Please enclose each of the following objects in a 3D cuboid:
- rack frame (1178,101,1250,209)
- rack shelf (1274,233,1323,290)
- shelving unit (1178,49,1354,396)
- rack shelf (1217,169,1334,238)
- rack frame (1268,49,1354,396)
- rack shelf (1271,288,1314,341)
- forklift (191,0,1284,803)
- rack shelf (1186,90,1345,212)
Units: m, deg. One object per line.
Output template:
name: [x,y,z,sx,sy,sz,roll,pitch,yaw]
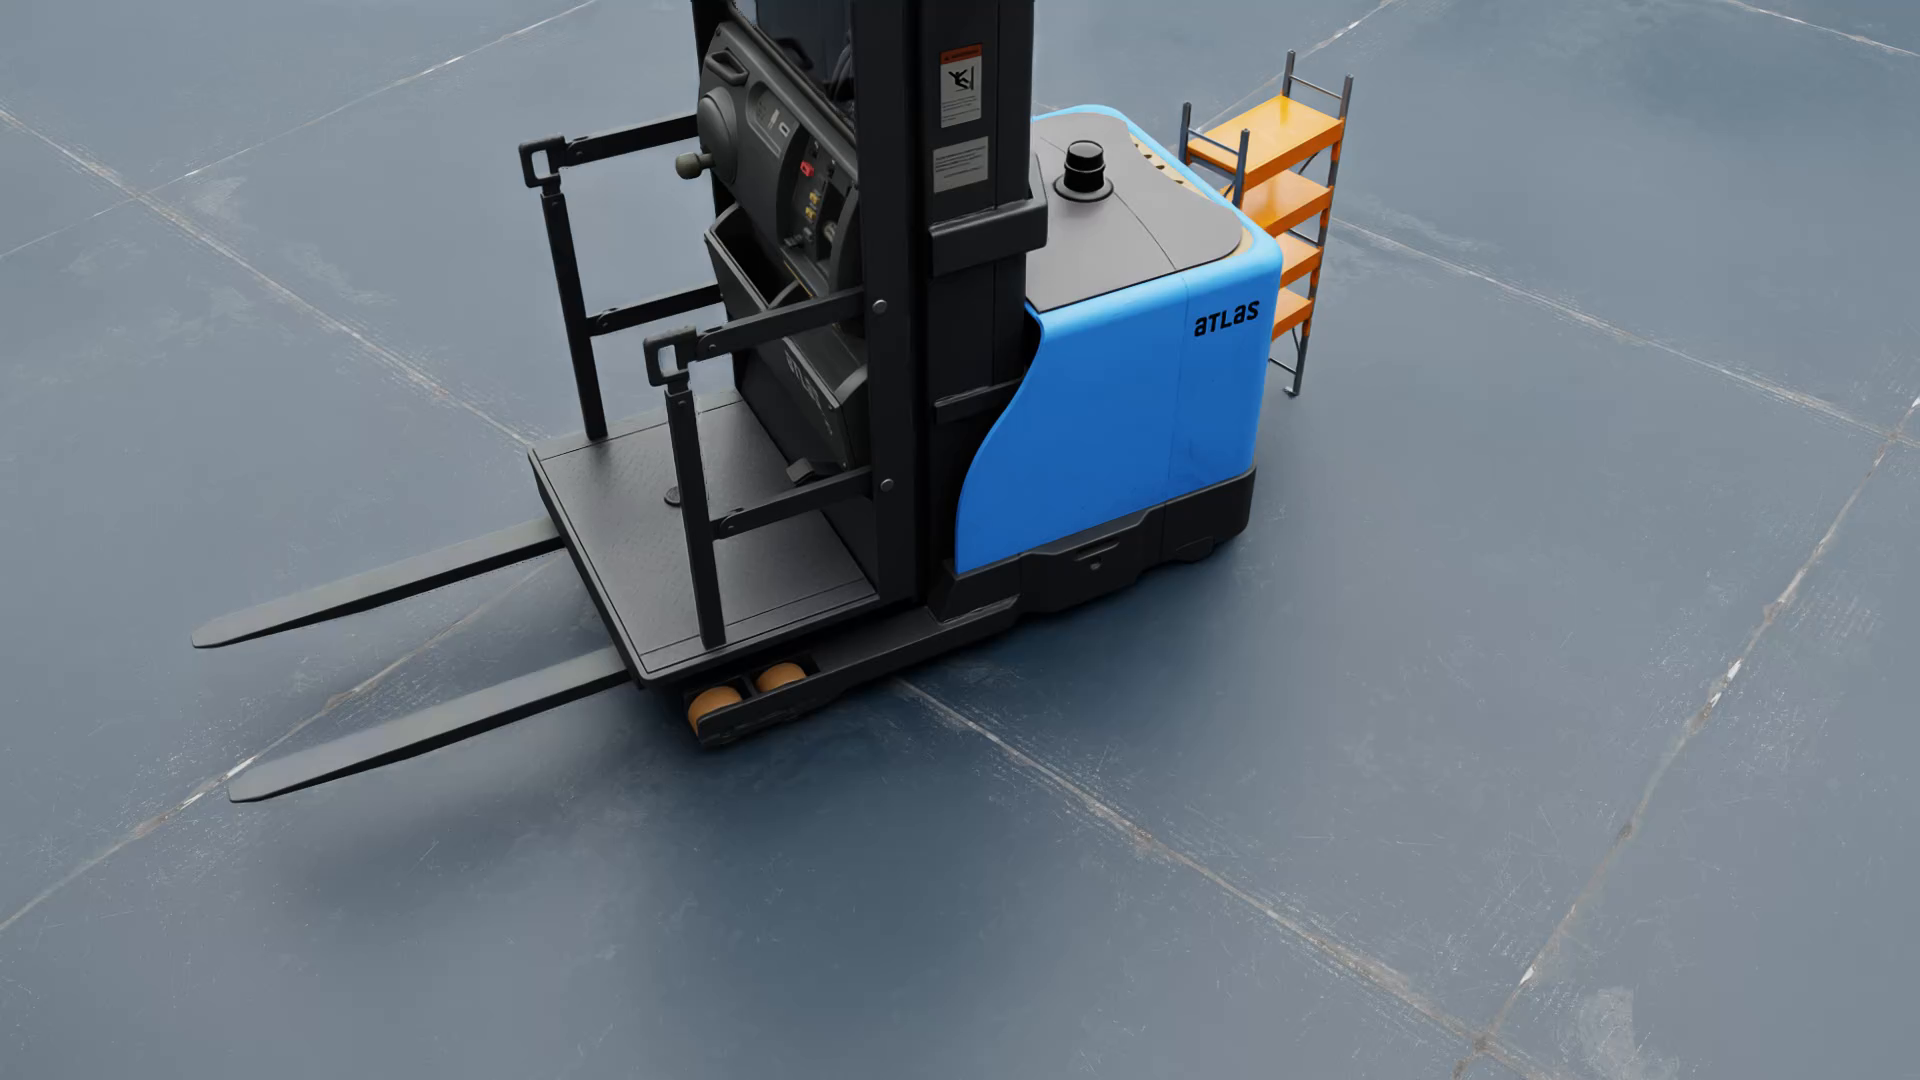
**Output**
rack frame: [0.742,-0.783,5.219,0.015,1.200,0.240,-32,51,-30]
rack shelf: [0.920,-0.846,5.388,0.480,0.148,0.258,-32,51,-30]
shelving unit: [0.920,-0.895,5.343,0.503,1.200,0.258,-32,51,-30]
rack shelf: [0.920,-1.011,5.238,0.480,0.148,0.258,-32,51,-30]
rack frame: [1.097,-1.008,5.467,0.015,1.200,0.240,-32,51,-30]
rack shelf: [0.920,-0.699,5.522,0.480,0.148,0.258,-32,51,-30]
forklift: [-0.644,-0.923,4.086,3.031,2.935,1.130,-19,46,-20]
rack shelf: [0.920,-1.186,5.079,0.480,0.148,0.258,-32,51,-30]
